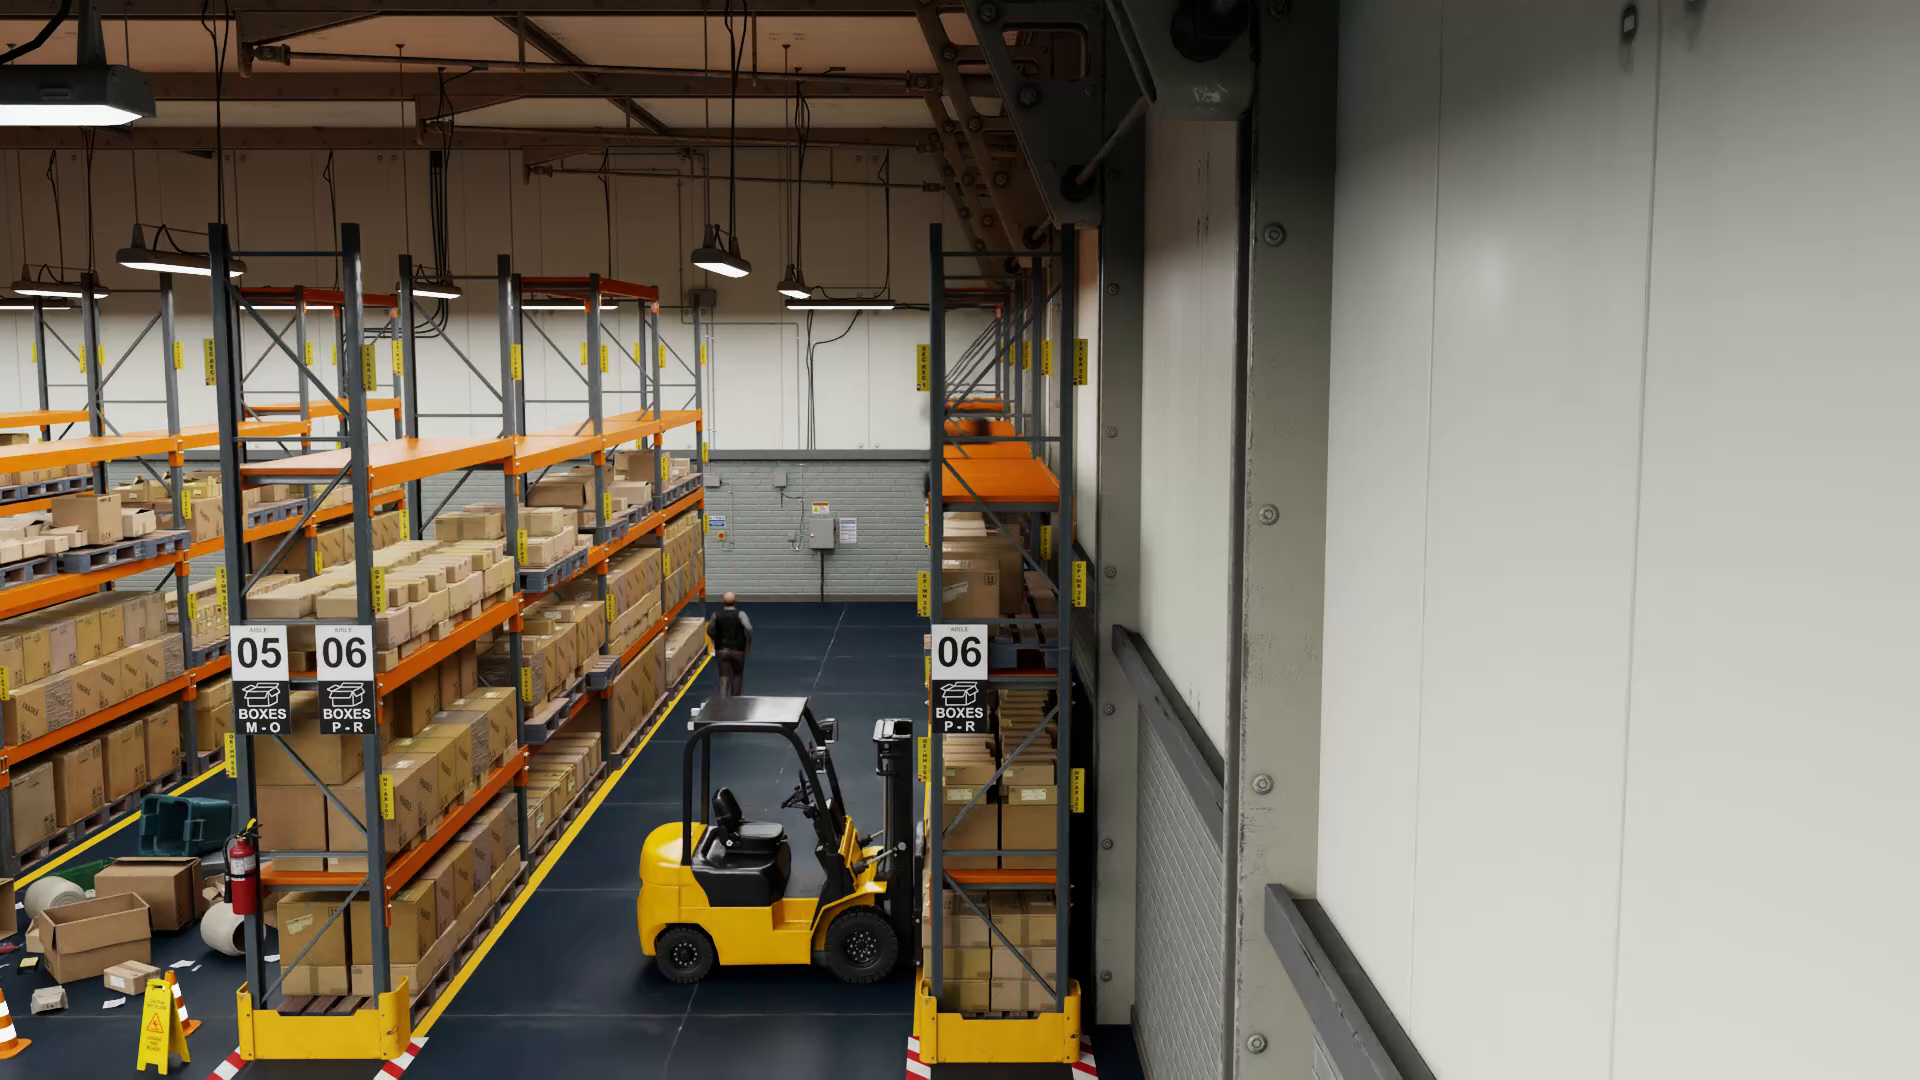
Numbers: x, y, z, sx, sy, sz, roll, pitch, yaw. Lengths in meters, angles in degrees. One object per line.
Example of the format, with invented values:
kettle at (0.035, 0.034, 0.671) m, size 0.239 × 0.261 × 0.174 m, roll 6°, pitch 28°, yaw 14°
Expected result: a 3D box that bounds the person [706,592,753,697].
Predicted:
person at (-3.233, 1.620, 23.397) m, size 0.674 × 1.769 × 0.871 m, roll 0°, pitch 7°, yaw -1°
